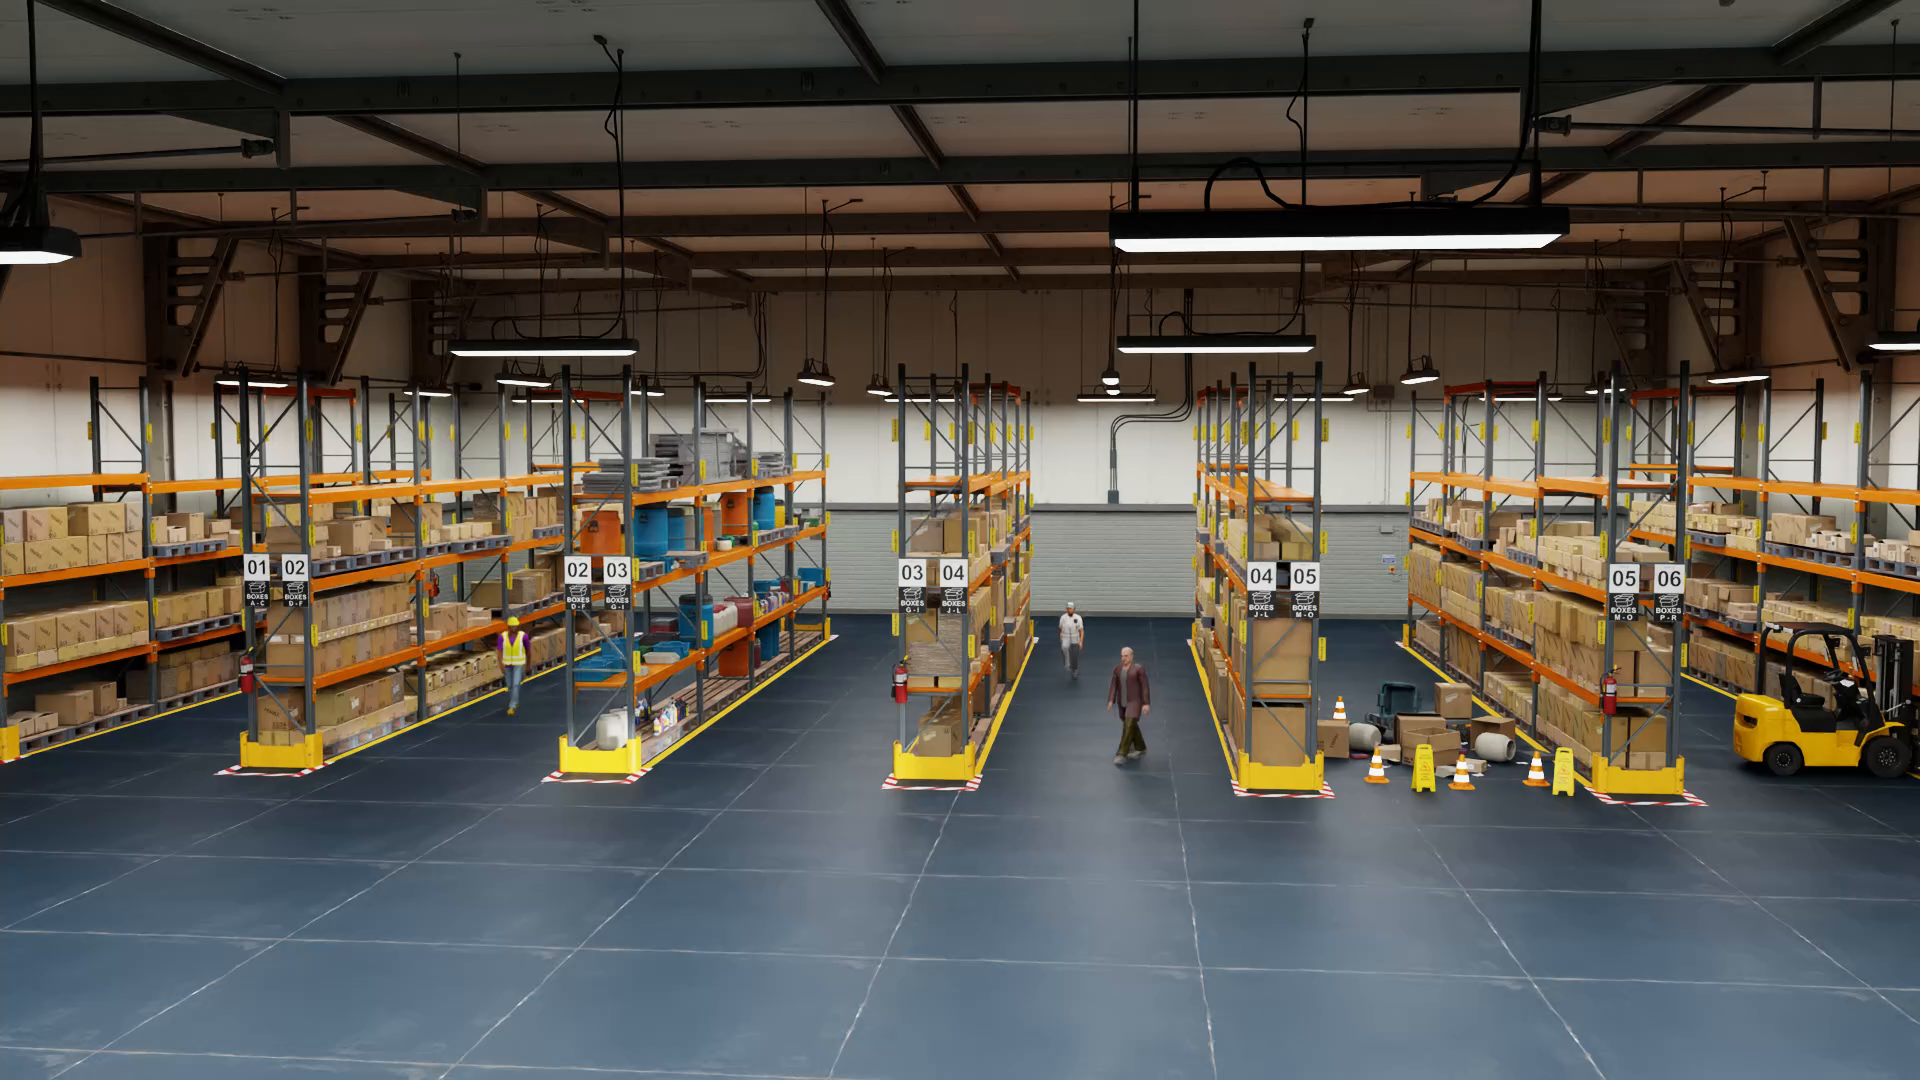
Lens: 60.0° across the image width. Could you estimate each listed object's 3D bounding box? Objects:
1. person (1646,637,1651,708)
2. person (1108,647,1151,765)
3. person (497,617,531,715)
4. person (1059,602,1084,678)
[{"bbox_3d":[11.839,2.261,28.961,0.517,1.777,0.574,0,4,-3],"label":"person"},{"bbox_3d":[2.523,2.491,25.204,1.062,1.735,0.611,-4,5,-44],"label":"person"},{"bbox_3d":[-7.990,2.225,29.701,0.562,1.708,0.974,0,4,-4],"label":"person"},{"bbox_3d":[2.227,2.031,33.284,0.497,1.574,1.035,0,4,3],"label":"person"}]
